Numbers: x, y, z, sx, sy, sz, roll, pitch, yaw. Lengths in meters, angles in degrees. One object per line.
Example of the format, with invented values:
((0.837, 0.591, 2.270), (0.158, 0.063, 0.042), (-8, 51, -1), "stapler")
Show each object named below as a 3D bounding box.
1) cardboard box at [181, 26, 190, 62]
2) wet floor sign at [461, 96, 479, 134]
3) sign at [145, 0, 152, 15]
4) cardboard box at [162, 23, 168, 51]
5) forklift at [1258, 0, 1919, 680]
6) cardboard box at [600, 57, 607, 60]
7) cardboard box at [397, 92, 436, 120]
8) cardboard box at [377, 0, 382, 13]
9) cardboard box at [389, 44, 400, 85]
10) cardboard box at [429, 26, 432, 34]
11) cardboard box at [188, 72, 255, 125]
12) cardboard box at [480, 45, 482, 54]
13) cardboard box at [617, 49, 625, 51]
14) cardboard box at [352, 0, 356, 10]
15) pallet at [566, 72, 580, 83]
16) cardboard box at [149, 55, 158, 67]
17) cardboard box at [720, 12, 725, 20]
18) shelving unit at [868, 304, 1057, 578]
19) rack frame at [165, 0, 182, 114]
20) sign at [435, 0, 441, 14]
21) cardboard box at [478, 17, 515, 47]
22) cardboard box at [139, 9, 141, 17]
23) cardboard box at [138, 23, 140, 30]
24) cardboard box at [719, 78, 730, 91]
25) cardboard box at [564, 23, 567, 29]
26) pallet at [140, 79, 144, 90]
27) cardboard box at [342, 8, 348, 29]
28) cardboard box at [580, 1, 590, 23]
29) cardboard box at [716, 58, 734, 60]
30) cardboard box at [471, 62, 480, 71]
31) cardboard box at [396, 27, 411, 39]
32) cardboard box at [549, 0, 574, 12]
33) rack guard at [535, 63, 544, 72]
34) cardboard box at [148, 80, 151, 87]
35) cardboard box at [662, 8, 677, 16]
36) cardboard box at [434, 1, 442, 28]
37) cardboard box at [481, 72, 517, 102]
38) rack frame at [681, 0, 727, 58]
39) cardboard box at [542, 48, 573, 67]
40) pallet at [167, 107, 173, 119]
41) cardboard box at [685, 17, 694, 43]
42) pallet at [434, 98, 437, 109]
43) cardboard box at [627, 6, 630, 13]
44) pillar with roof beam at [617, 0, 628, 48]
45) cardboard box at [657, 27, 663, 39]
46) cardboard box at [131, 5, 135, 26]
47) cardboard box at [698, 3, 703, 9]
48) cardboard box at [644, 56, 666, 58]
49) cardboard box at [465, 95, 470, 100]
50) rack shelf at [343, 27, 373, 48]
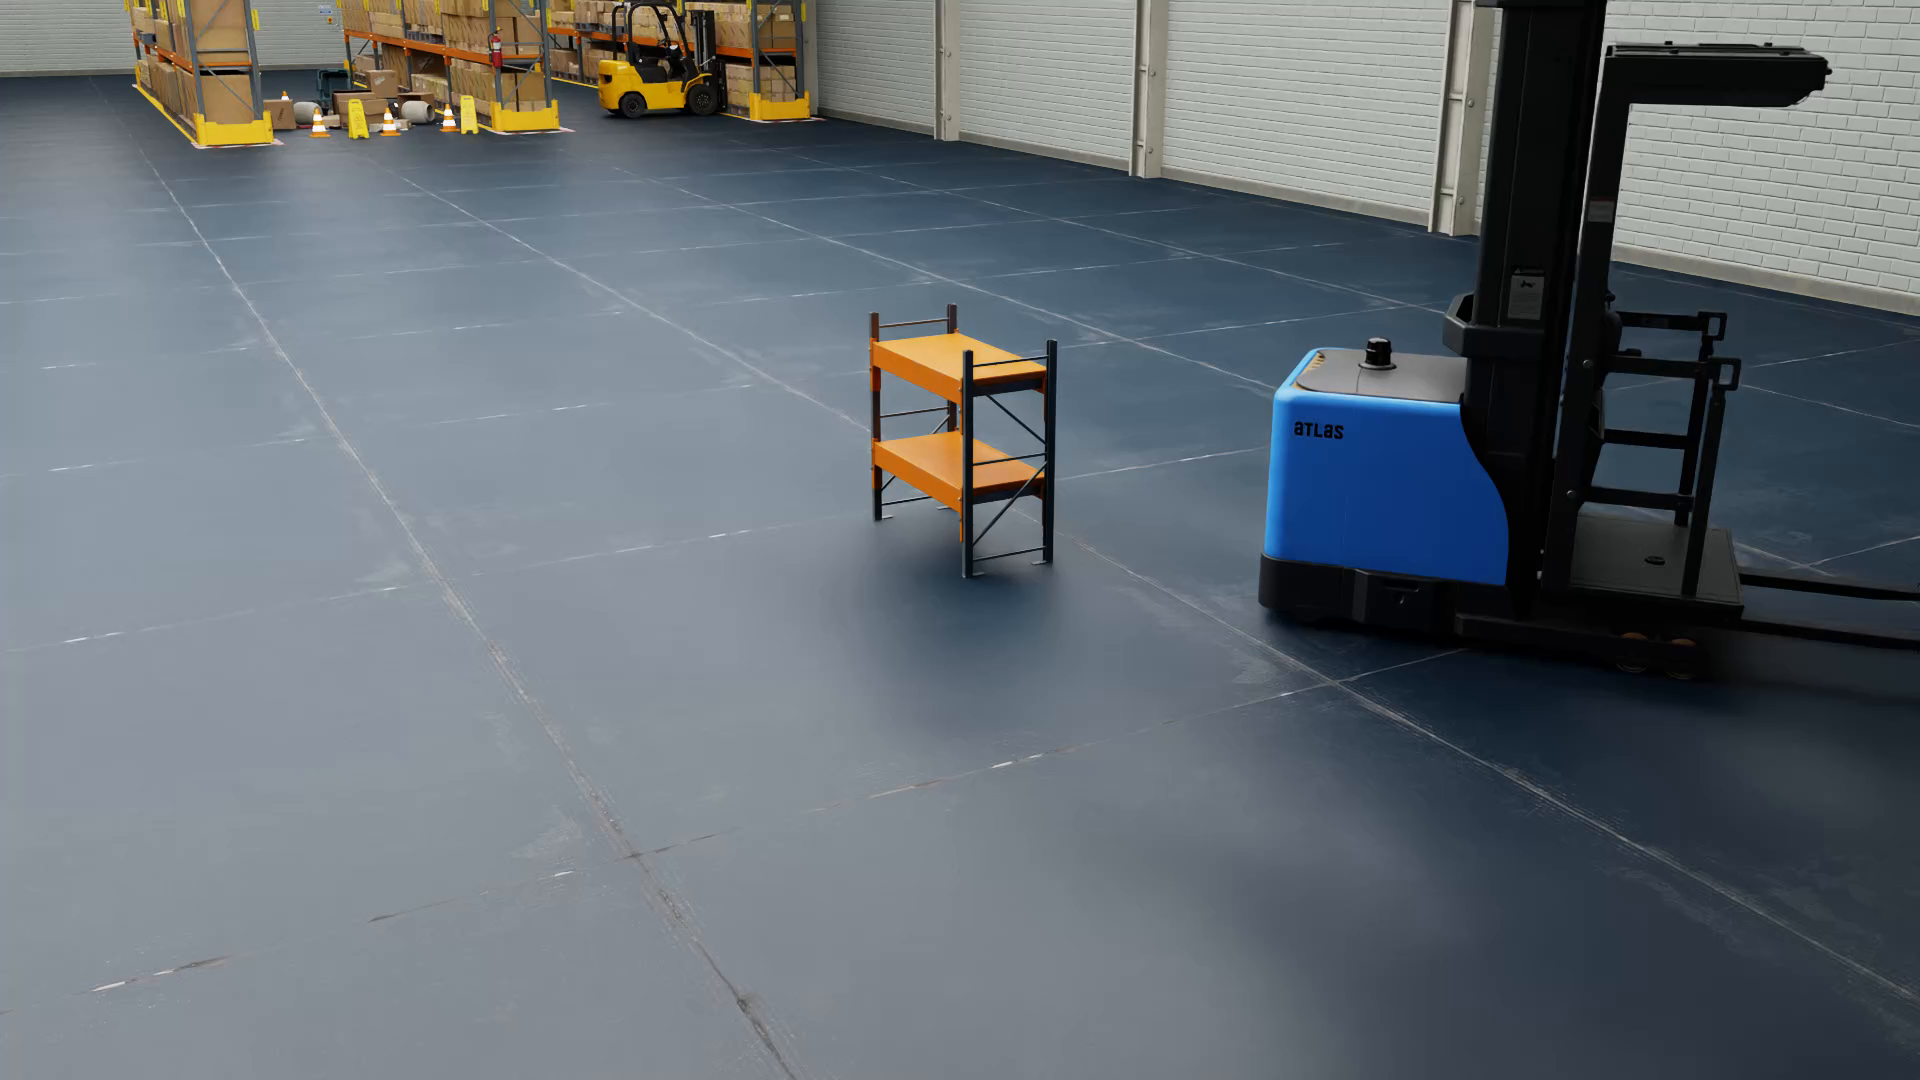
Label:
((-12.702, -8.440, 28.262), (0.875, 0.550, 0.550), (-10, 21, -27), "cardboard box")
((-8.748, -7.578, 29.603), (0.267, 0.644, 0.232), (-3, 19, -8), "wet floor sign")
((-16.477, -10.835, 33.779), (0.100, 0.325, 0.005), (-10, 21, -27), "sign")
((-14.828, -9.564, 31.597), (0.500, 0.500, 0.500), (-10, 22, -27), "cardboard box")
((2.934, -0.999, 7.034), (3.031, 2.935, 1.130), (7, 20, 19), "forklift")
((-8.461, -11.524, 40.617), (0.500, 0.500, 0.500), (-11, 22, -29), "cardboard box")
((-10.485, -8.360, 32.090), (0.500, 0.500, 0.500), (4, 19, 11), "cardboard box")
((-13.137, -12.419, 38.336), (0.500, 0.500, 0.500), (-11, 22, -28), "cardboard box")
((-12.795, -11.126, 38.890), (0.875, 0.875, 0.875), (-9, 21, -25), "cardboard box")
((-10.671, -10.463, 34.097), (0.380, 0.149, 0.250), (-10, 21, -26), "cardboard box")
((-12.585, -7.494, 28.363), (0.875, 0.875, 0.875), (-10, 21, -26), "cardboard box")
((-8.584, -8.999, 30.497), (0.380, 0.149, 0.250), (-10, 22, -28), "cardboard box")
((-8.319, -12.088, 41.259), (0.380, 0.149, 0.250), (-9, 21, -25), "cardboard box")
((-14.777, -13.405, 41.195), (0.500, 0.500, 0.500), (-10, 21, -26), "cardboard box")
((-9.554, -12.005, 43.098), (1.003, 0.211, 1.213), (-10, 21, -27), "pallet")
((-17.530, -10.526, 36.576), (0.500, 0.250, 0.500), (-9, 21, -25), "cardboard box")
((-4.572, -10.455, 33.185), (0.380, 0.149, 0.250), (-10, 21, -26), "cardboard box")
((-0.003, -0.534, 8.454), (0.538, 1.125, 1.048), (-10, 21, -27), "shelving unit")
((-14.105, -9.263, 30.878), (1.000, 3.000, 0.127), (-10, 21, -27), "rack frame")
((-10.283, -10.520, 32.744), (0.100, 0.325, 0.005), (-10, 21, -27), "sign")
((-8.397, -9.212, 30.120), (0.500, 0.500, 0.500), (-10, 22, -28), "cardboard box")
((-17.121, -11.136, 35.135), (0.380, 0.149, 0.250), (-10, 21, -27), "cardboard box")
((-17.630, -11.159, 36.114), (0.380, 0.149, 0.250), (-11, 22, -29), "cardboard box")
((-4.529, -9.198, 33.493), (0.500, 0.250, 0.500), (-11, 22, -28), "cardboard box")
((-9.990, -13.281, 42.907), (0.380, 0.149, 0.250), (-9, 21, -25), "cardboard box")
((-19.412, -11.130, 40.561), (1.003, 0.211, 1.213), (-10, 21, -27), "pallet")
((-15.519, -13.369, 42.623), (0.500, 0.500, 0.500), (-10, 21, -27), "cardboard box")
((-8.950, -13.049, 41.053), (0.700, 0.500, 0.500), (-10, 21, -26), "cardboard box")
((-5.026, -10.089, 35.310), (0.500, 0.250, 0.500), (-10, 21, -26), "cardboard box")
((-8.980, -8.904, 31.264), (0.380, 0.149, 0.250), (-9, 21, -24), "cardboard box")
((-12.164, -11.242, 36.841), (0.500, 0.250, 0.500), (-11, 22, -29), "cardboard box")
((-10.437, -14.096, 43.506), (0.500, 0.500, 0.500), (-9, 21, -25), "cardboard box")
((-11.092, -13.070, 45.743), (1.175, 0.500, 0.348), (-10, 21, -27), "rack guard")
((-18.390, -10.471, 38.104), (0.380, 0.149, 0.250), (-10, 21, -26), "cardboard box")
((-6.237, -11.451, 36.071), (0.380, 0.149, 0.250), (-11, 22, -28), "cardboard box")
((-10.218, -10.543, 33.333), (0.500, 0.500, 0.500), (-10, 22, -28), "cardboard box")
((-8.507, -8.354, 30.664), (0.500, 0.500, 0.500), (-10, 21, -26), "cardboard box")
((-5.430, -10.829, 35.416), (1.000, 3.000, 0.127), (-10, 21, -27), "rack frame")
((-10.921, -13.102, 45.186), (0.797, 0.503, 0.637), (-11, 22, -29), "cardboard box")
((-15.121, -8.506, 32.958), (1.003, 0.211, 1.213), (-10, 21, -27), "pallet")
((-5.449, -10.709, 34.913), (0.500, 0.500, 0.500), (-11, 22, -28), "cardboard box")
((-10.751, -9.315, 35.303), (1.003, 0.211, 1.213), (-10, 21, -27), "pallet")
((-7.437, -12.194, 38.224), (0.380, 0.149, 0.250), (-9, 21, -25), "cardboard box")
((-12.555, -15.634, 40.144), (9.100, 9.000, 0.400), (-10, 21, -27), "pillar with roof beam")
((-6.352, -11.153, 36.585), (0.500, 0.250, 0.500), (-10, 21, -26), "cardboard box")
((-19.335, -12.432, 39.452), (0.500, 0.500, 0.500), (-10, 21, -26), "cardboard box")
((-5.175, -10.963, 34.201), (0.380, 0.149, 0.250), (-9, 21, -25), "cardboard box")
((-7.045, -10.872, 38.537), (0.875, 0.625, 0.625), (-9, 21, -25), "cardboard box")
((-9.236, -8.443, 32.073), (0.500, 0.250, 0.500), (-10, 22, -27), "cardboard box")
((-14.545, -12.590, 41.621), (1.077, 0.370, 4.000), (-10, 21, -27), "rack shelf")
